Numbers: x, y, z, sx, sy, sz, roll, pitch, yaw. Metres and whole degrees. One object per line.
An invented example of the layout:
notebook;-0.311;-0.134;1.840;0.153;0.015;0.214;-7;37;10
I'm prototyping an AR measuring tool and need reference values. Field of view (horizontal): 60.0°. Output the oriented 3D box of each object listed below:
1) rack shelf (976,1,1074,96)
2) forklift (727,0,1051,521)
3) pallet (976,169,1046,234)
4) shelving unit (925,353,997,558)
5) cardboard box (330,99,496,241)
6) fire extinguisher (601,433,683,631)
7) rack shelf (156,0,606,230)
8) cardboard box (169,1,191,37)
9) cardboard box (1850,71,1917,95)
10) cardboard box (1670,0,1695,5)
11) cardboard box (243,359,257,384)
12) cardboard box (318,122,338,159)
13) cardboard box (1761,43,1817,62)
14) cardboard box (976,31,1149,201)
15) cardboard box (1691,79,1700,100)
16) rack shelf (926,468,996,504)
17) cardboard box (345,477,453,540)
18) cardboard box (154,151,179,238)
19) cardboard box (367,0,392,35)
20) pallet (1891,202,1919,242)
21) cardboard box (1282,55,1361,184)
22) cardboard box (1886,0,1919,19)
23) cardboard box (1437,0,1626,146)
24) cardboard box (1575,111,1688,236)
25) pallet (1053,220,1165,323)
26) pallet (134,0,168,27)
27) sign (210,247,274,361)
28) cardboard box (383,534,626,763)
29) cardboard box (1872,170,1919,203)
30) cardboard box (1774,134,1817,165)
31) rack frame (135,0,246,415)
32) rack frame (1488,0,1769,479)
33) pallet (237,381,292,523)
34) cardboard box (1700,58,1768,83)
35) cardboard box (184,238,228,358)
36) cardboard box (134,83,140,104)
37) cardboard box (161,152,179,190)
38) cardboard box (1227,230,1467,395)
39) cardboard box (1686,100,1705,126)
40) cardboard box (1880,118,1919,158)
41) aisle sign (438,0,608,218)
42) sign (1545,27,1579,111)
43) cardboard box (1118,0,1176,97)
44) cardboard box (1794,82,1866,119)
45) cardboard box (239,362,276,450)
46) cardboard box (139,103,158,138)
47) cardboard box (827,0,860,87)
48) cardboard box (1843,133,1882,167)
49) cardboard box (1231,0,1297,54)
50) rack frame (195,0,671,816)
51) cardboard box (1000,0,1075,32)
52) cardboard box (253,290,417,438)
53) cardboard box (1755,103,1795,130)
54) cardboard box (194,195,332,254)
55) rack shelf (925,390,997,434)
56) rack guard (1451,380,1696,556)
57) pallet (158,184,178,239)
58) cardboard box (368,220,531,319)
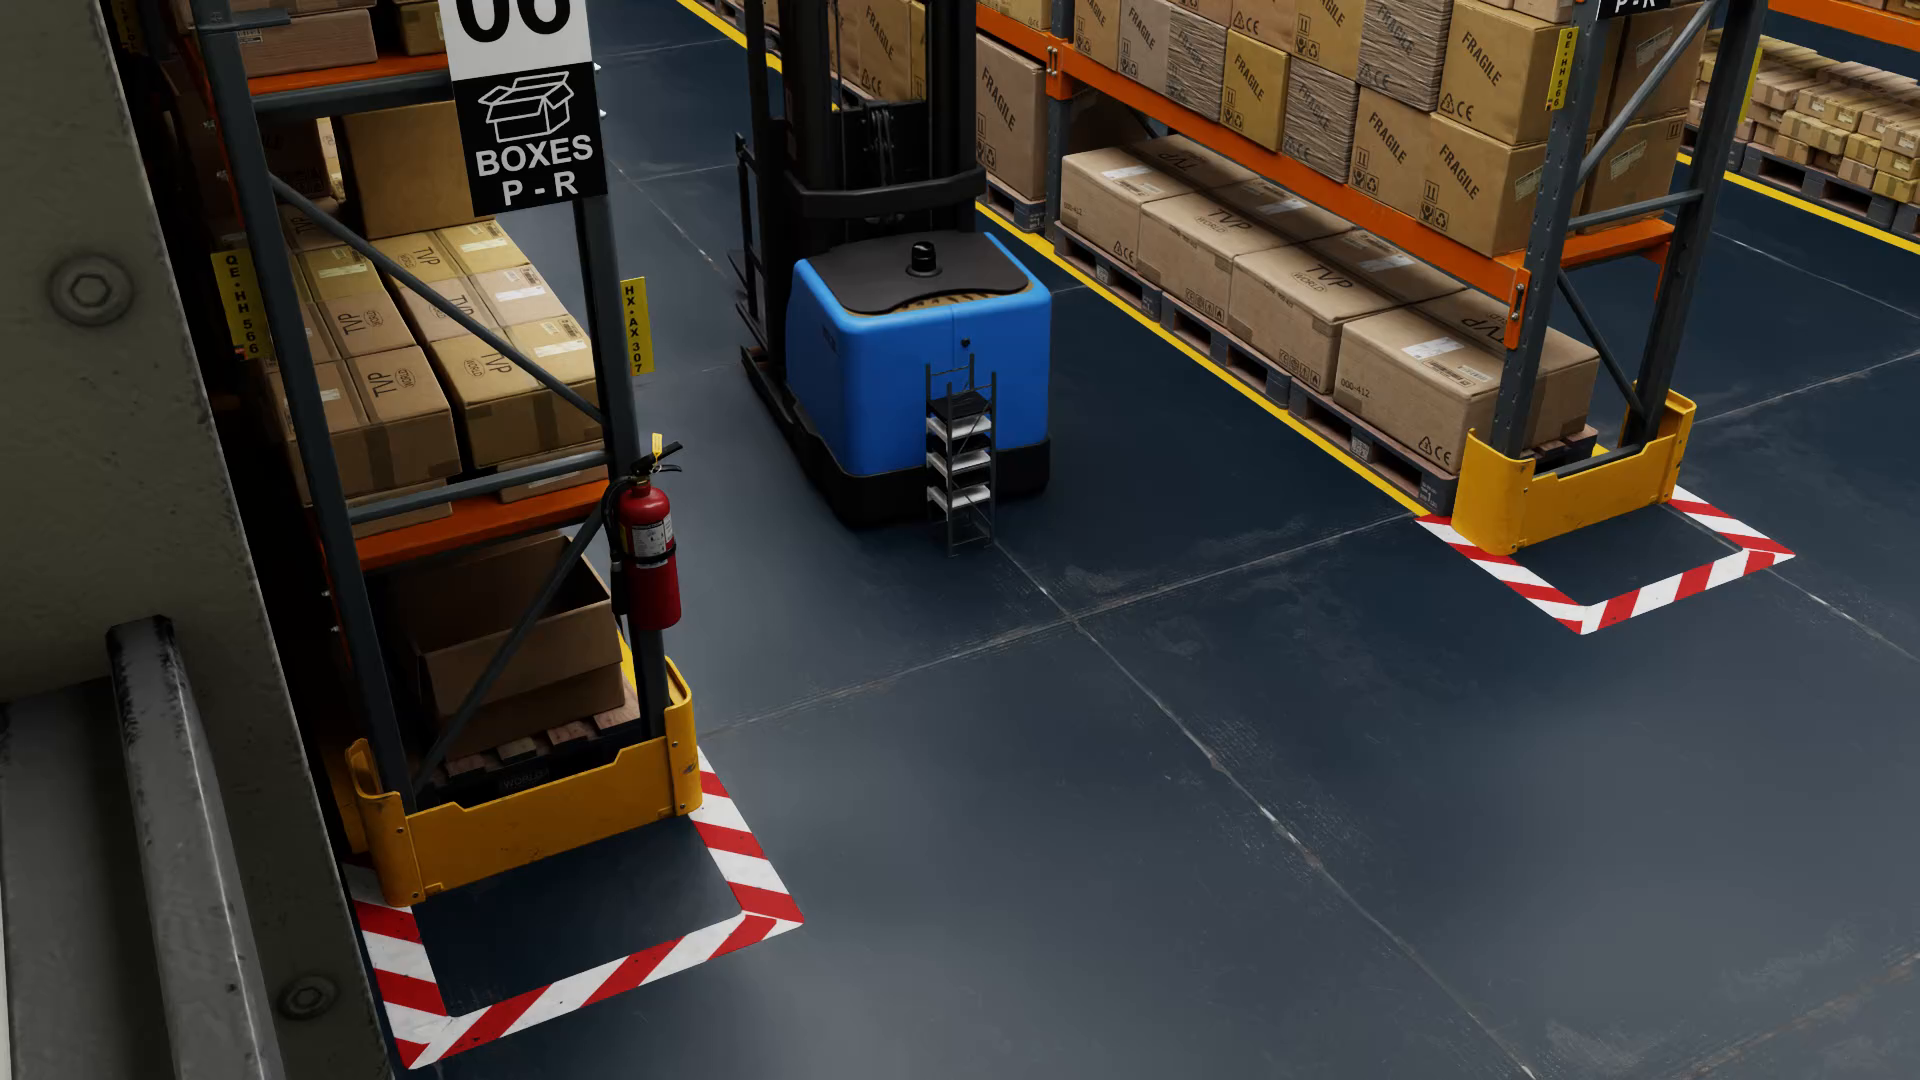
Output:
rack shelf;0.088;-3.977;11.863;1.077;0.370;4.000;-16;36;-23
forklift;-0.561;-2.110;8.346;1.130;2.935;3.031;-12;34;-17
pallet;0.594;-2.500;11.476;1.003;0.211;1.213;-16;36;-23
shelving unit;0.004;-0.375;7.521;0.258;0.900;0.210;-16;36;-23
cardboard box;-2.177;-1.544;6.567;0.500;0.500;0.500;-15;36;-22
fire extinguisher;-1.026;-0.022;5.441;0.296;0.674;0.183;-16;36;-23
rack shelf;-2.436;-2.080;6.123;1.077;0.370;4.000;-16;36;-23
cardboard box;-2.175;-1.644;5.007;0.380;0.149;0.250;-15;36;-22
cardboard box;6.422;-3.137;11.587;0.380;0.149;0.250;-17;36;-25
cardboard box;2.965;-2.391;7.101;0.380;0.149;0.250;-15;36;-22
cardboard box;-2.561;-0.750;6.392;0.380;0.149;0.250;-16;36;-23
cardboard box;-2.669;-1.720;7.537;0.500;0.250;0.500;-16;36;-23
cardboard box;6.025;-3.512;12.173;0.380;0.149;0.250;-16;36;-24
cardboard box;0.661;-2.883;11.069;0.875;0.875;0.875;-15;35;-22
cardboard box;5.436;-3.368;12.224;0.380;0.149;0.250;-16;36;-23
rack shelf;0.004;-0.271;7.587;0.258;0.077;0.200;-16;36;-23
cardboard box;-1.896;-0.151;5.457;0.380;0.149;0.250;-16;36;-24
cardboard box;-4.576;-2.102;10.198;0.500;0.500;0.500;-17;36;-25
cardboard box;-1.592;-1.652;5.020;0.380;0.149;0.250;-15;36;-22
pallet;6.835;-1.968;10.646;1.003;0.211;1.213;-16;36;-23
cardboard box;1.957;-2.108;8.187;0.500;0.500;0.500;-15;36;-22
cardboard box;6.155;-3.447;10.603;0.380;0.149;0.250;-15;36;-22
cardboard box;2.450;-2.049;7.168;0.500;0.500;0.500;-15;35;-22
cardboard box;2.916;-1.759;7.643;0.500;0.500;0.500;-16;36;-23
pallet;1.306;-1.768;10.334;1.003;0.211;1.213;-16;36;-23
pallet;-4.856;-3.597;10.781;1.213;0.211;1.003;-16;36;-23
sign;-2.004;-0.656;4.647;0.100;0.325;0.005;-16;36;-23
cardboard box;-1.705;0.393;6.301;0.797;0.503;0.637;-17;37;-25
cardboard box;6.230;-2.350;10.911;0.380;0.149;0.250;-18;37;-25
cardboard box;5.879;-2.731;11.505;0.380;0.149;0.250;-17;36;-24
rack frame;-3.369;-2.075;8.227;1.000;3.000;0.127;-16;36;-23
rack frame;2.886;-1.416;7.199;1.000;3.000;0.127;-16;36;-23
pallet;-3.049;-0.572;8.468;1.003;0.211;1.213;-16;36;-23
cardboard box;5.567;-3.374;11.957;0.380;0.149;0.250;-16;36;-24
cardboard box;-3.859;-1.359;9.038;0.500;0.500;0.500;-16;36;-23
cardboard box;-5.285;-2.836;11.344;0.500;0.500;0.500;-15;35;-21
cardboard box;-4.437;-2.182;9.722;0.380;0.149;0.250;-15;36;-22
cardboard box;2.055;-1.238;8.908;0.875;0.438;0.875;-15;36;-22
cardboard box;5.524;-3.107;12.093;0.380;0.149;0.250;-16;36;-23
cardboard box;6.208;-2.605;10.757;0.380;0.149;0.250;-15;35;-21
aisle sign;-1.212;-1.302;4.611;0.394;0.787;0.004;-16;36;-23
sign;2.399;-1.873;6.620;0.100;0.325;0.005;-16;36;-23
cardboard box;1.239;-2.836;9.323;0.500;0.500;0.500;-16;36;-23
cardboard box;5.956;-3.004;11.380;0.380;0.149;0.250;-17;37;-25
cardboard box;-3.270;-0.745;8.255;0.500;0.311;0.500;-15;35;-21
cardboard box;-4.935;-2.669;10.481;0.380;0.149;0.250;-18;37;-25
cardboard box;-0.596;-4.166;13.071;0.875;0.875;0.875;-16;36;-24
cardboard box;6.119;-2.610;11.040;0.380;0.149;0.250;-14;35;-21
cardboard box;1.720;-2.769;8.291;0.500;0.500;0.500;-16;36;-23
rack frame;-1.504;-0.166;5.248;1.000;3.000;0.127;-16;36;-23
cardboard box;0.588;-3.412;10.455;0.500;0.250;0.500;-17;36;-24
cardboard box;-2.192;-0.627;5.831;0.500;0.250;0.500;-16;36;-23
cardboard box;5.812;-2.994;11.641;0.380;0.149;0.250;-14;35;-21
cardboard box;-2.898;-1.348;6.957;0.500;0.250;0.500;-15;36;-22
rack shelf;0.004;-0.574;7.393;0.258;0.077;0.200;-16;36;-23
rack guard;2.897;-0.352;7.856;1.175;0.500;0.348;-16;36;-23
pallet;-4.919;-2.444;11.388;1.003;0.211;1.213;-16;36;-23
cardboard box;-1.952;-0.994;6.404;0.500;0.250;0.500;-17;36;-24
